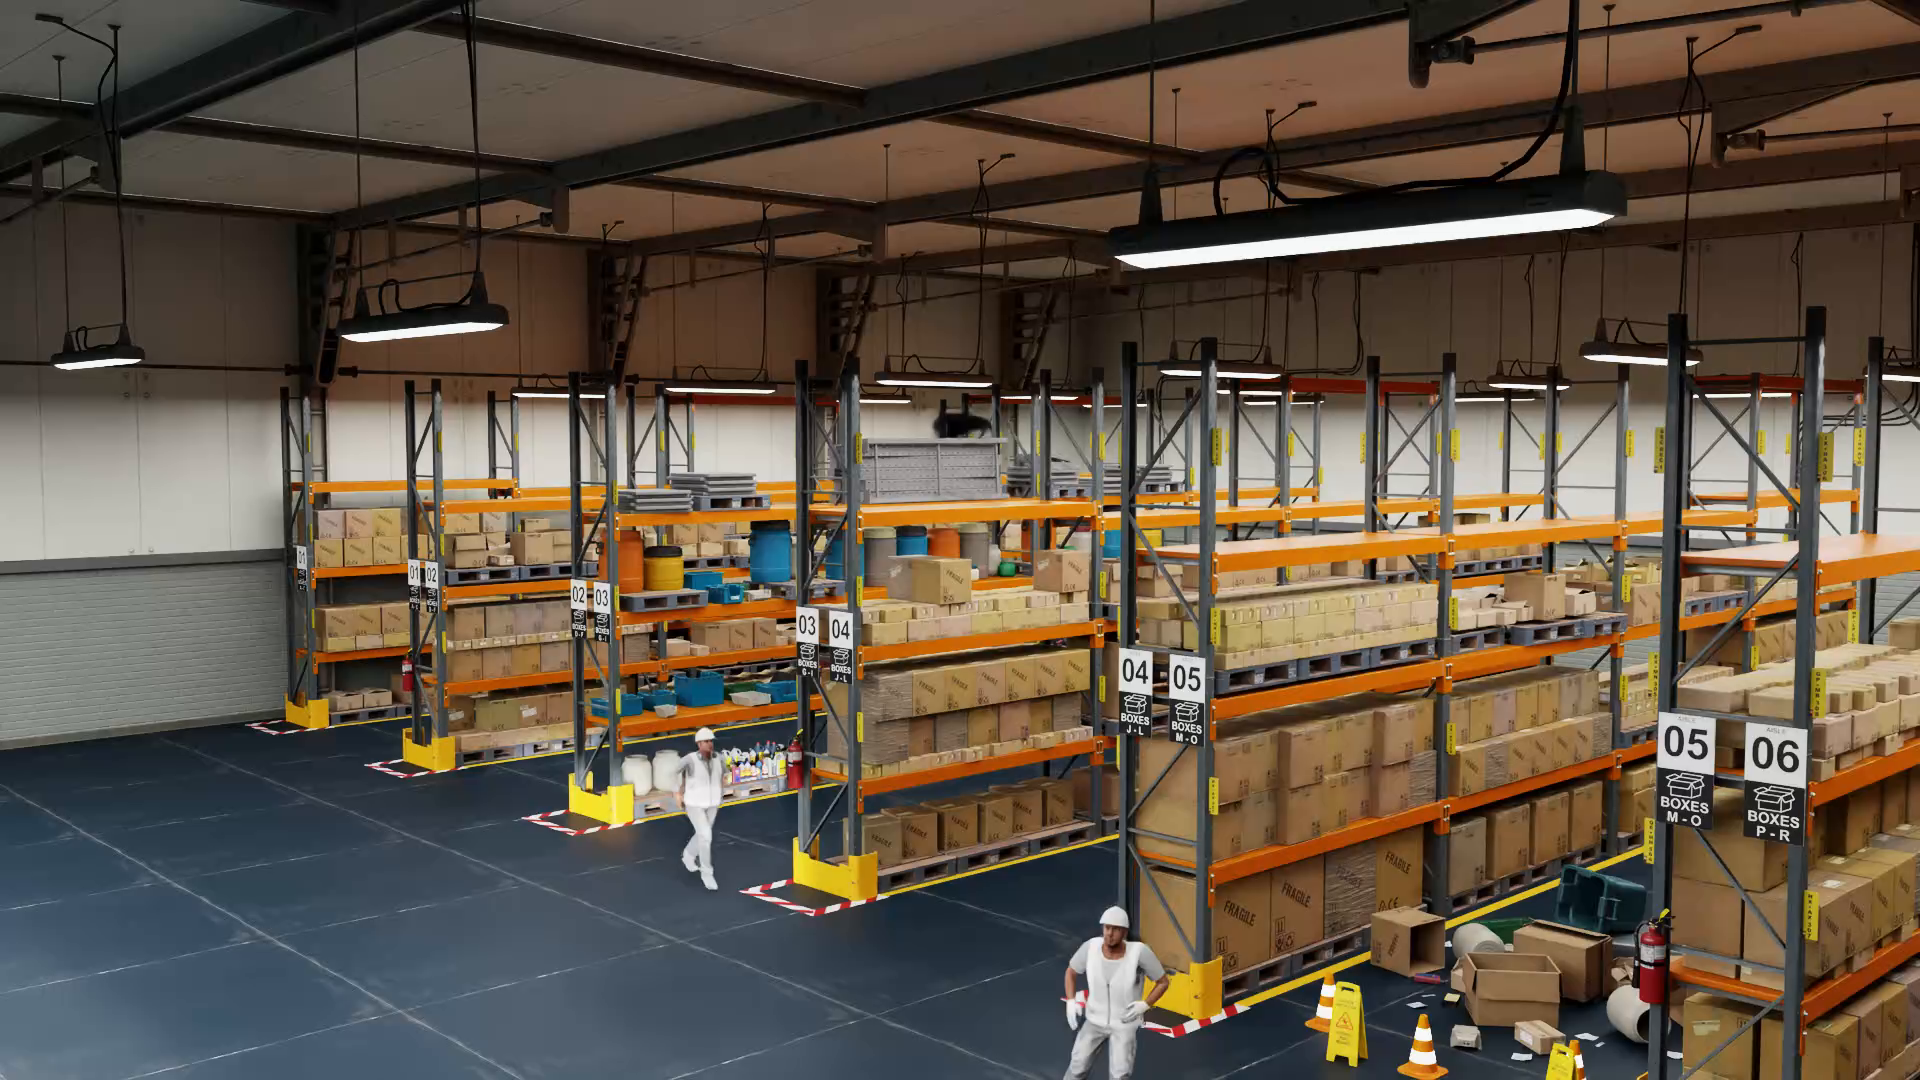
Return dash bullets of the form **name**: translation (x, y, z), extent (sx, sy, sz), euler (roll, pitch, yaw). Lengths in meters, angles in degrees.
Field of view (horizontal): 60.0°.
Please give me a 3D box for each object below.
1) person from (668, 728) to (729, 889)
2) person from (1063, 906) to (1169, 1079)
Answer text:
- **person**: translation (-2.986, 3.064, 19.225), extent (0.683, 1.811, 0.871), euler (-3, 5, -43)
- **person**: translation (1.079, 3.536, 12.162), extent (0.892, 1.777, 0.706), euler (1, 4, 17)
